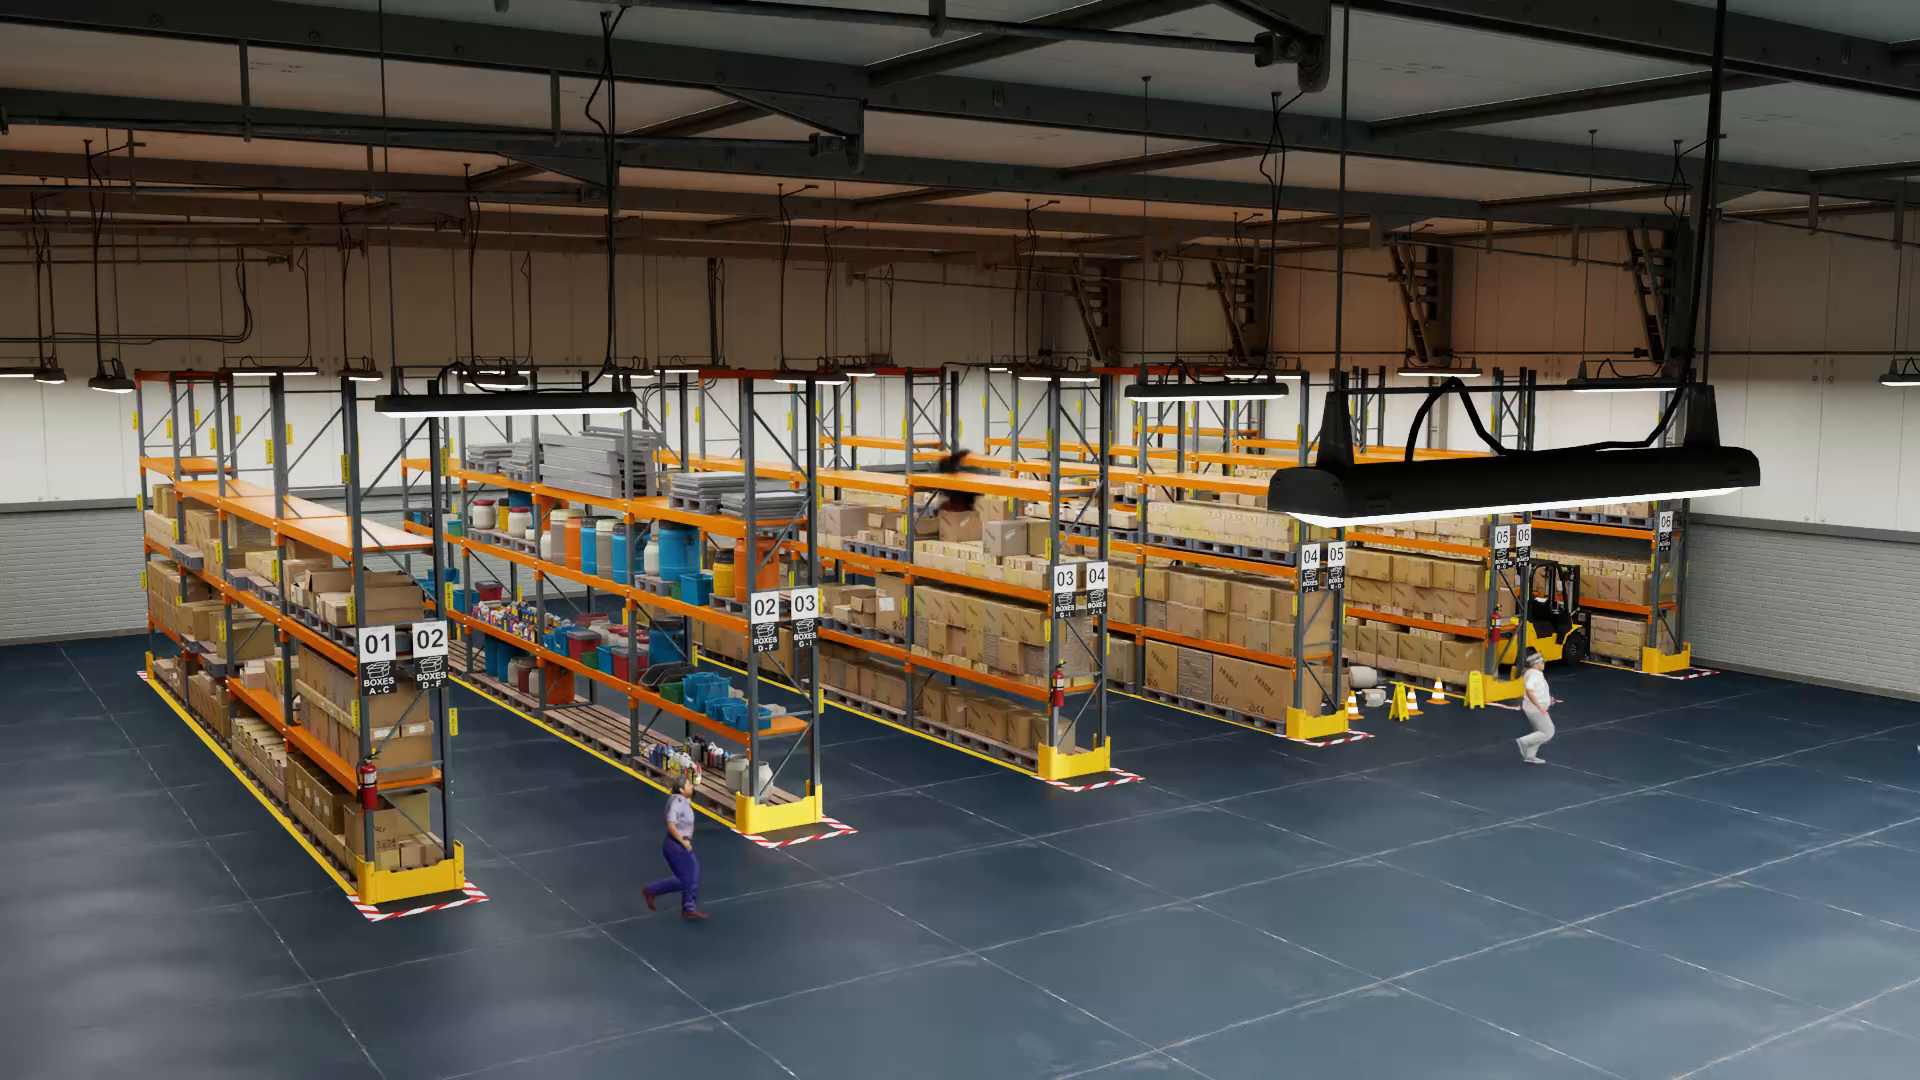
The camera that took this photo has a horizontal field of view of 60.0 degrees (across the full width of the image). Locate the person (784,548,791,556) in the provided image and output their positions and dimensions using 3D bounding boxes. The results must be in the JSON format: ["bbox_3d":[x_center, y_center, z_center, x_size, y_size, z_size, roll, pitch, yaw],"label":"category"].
[{"bbox_3d":[-4.314,0.895,41.254,0.682,1.603,0.628,4,8,34],"label":"person"}]

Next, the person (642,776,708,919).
[{"bbox_3d":[-3.203,3.451,18.621,0.723,1.627,0.629,-1,7,-10],"label":"person"}]

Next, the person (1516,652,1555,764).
[{"bbox_3d":[8.873,2.590,25.605,0.598,1.736,0.672,1,7,9],"label":"person"}]
